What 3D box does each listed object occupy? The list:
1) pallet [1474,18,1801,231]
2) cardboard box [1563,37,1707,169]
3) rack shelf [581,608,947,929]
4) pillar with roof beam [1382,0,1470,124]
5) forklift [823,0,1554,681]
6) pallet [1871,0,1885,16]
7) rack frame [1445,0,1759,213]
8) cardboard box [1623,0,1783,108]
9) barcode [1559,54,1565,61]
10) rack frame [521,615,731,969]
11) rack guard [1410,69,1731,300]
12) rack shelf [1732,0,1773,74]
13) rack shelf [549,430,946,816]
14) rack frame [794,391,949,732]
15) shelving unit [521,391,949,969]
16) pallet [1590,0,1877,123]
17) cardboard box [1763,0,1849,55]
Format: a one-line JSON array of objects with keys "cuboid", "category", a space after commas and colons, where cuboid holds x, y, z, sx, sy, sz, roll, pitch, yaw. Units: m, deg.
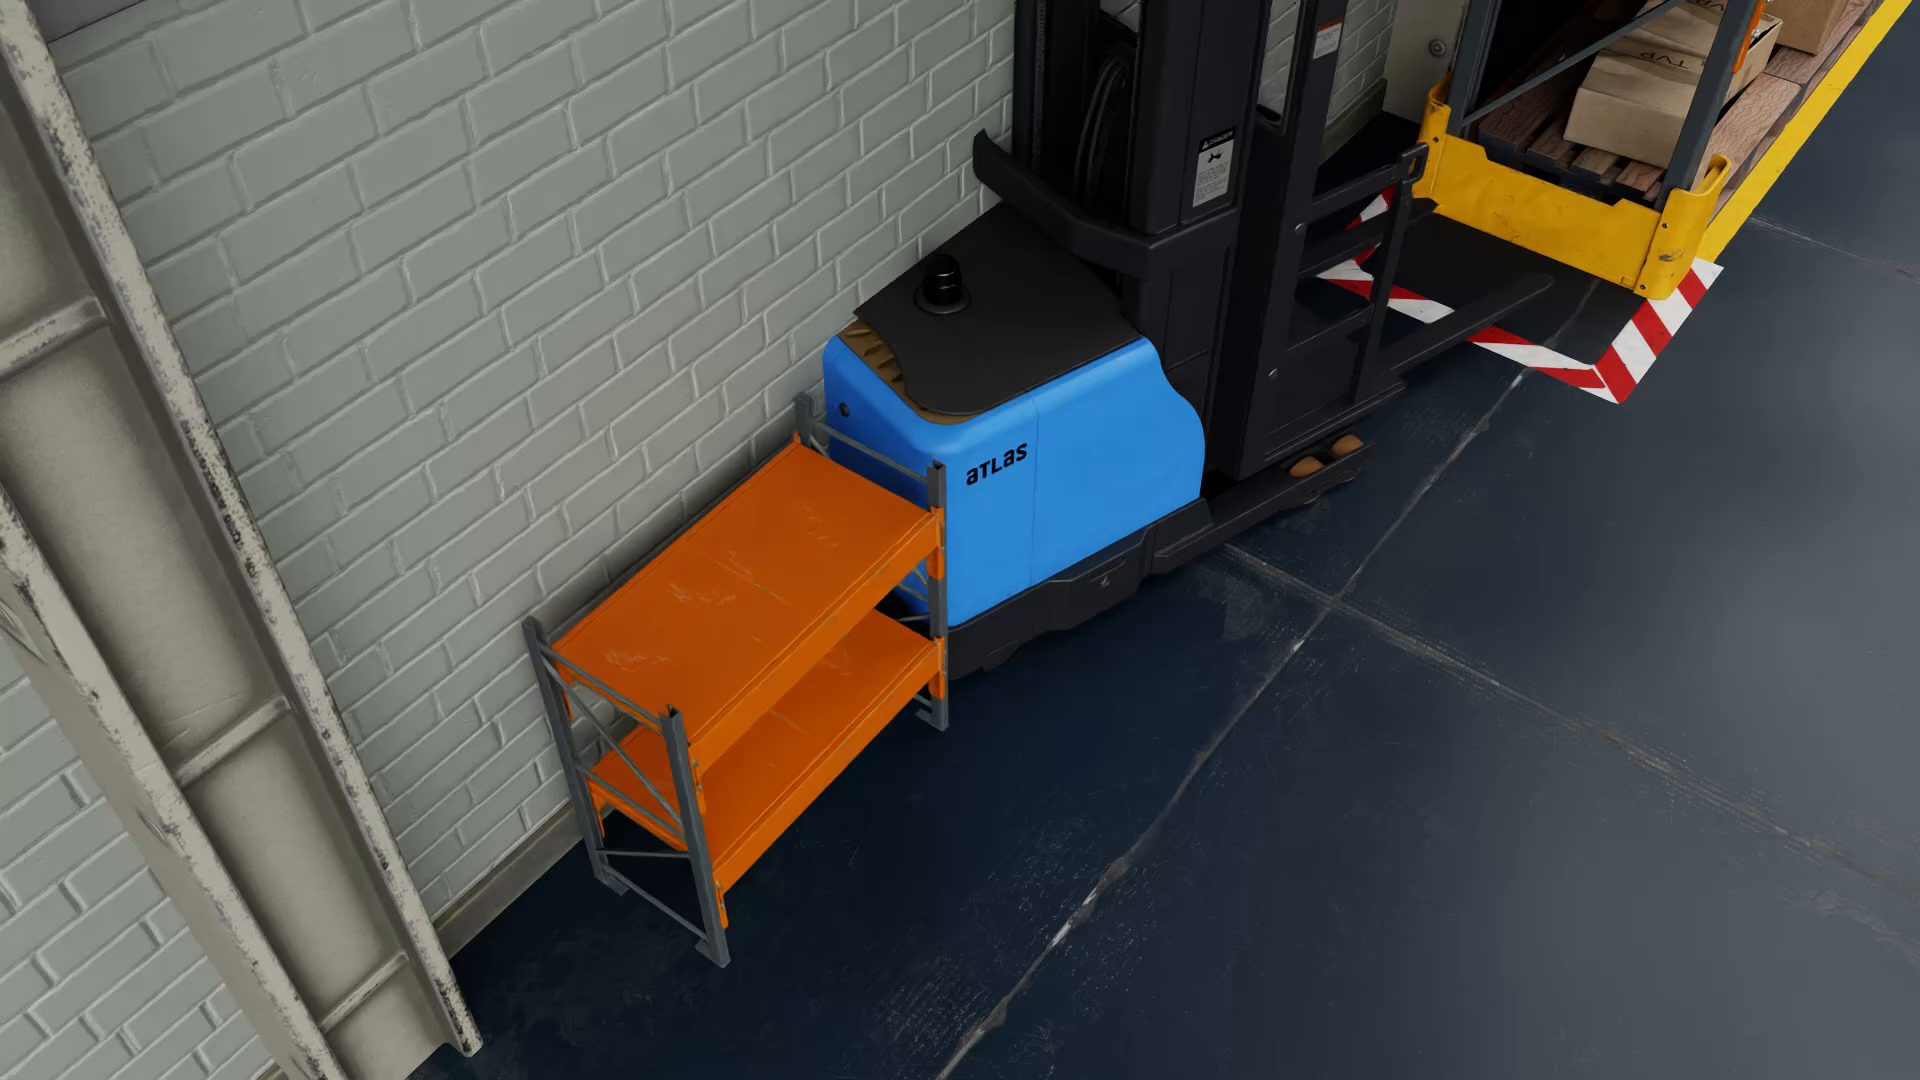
[{"cuboid": [2.980, -1.822, 7.344, 1.003, 0.211, 1.213, 29, 53, 25], "category": "pallet"}, {"cuboid": [2.903, -1.871, 7.018, 0.500, 0.311, 0.500, 24, 51, 21], "category": "cardboard box"}, {"cuboid": [-0.547, 0.558, 4.777, 0.538, 0.278, 1.000, 28, 52, 24], "category": "rack shelf"}, {"cuboid": [5.559, -3.244, 2.626, 9.100, 9.000, 0.400, 29, 53, 25], "category": "pillar with roof beam"}, {"cuboid": [0.861, -1.428, 5.087, 3.031, 2.935, 1.130, -27, 52, -23], "category": "forklift"}, {"cuboid": [4.471, -3.218, 8.678, 1.003, 0.211, 1.213, 29, 53, 25], "category": "pallet"}, {"cuboid": [2.409, -2.292, 5.865, 1.000, 3.000, 0.127, 29, 53, 25], "category": "rack frame"}, {"cuboid": [3.251, -2.198, 7.330, 0.500, 0.311, 0.500, 34, 55, 28], "category": "cardboard box"}, {"cuboid": [2.597, -2.062, 7.194, 0.001, 0.075, 0.075, 29, 53, 25], "category": "barcode"}, {"cuboid": [-0.849, 0.685, 4.317, 0.500, 1.125, 0.032, 28, 52, 24], "category": "rack frame"}, {"cuboid": [2.455, -1.472, 6.811, 1.175, 0.500, 0.348, 29, 53, 25], "category": "rack guard"}, {"cuboid": [3.631, -3.188, 7.218, 1.077, 0.370, 4.000, 29, 53, 25], "category": "rack shelf"}, {"cuboid": [-0.547, 0.187, 4.388, 0.538, 0.278, 1.000, 28, 52, 24], "category": "rack shelf"}, {"cuboid": [-0.246, 0.094, 4.883, 0.500, 1.125, 0.032, 28, 52, 24], "category": "rack frame"}, {"cuboid": [-0.547, 0.390, 4.600, 0.538, 1.125, 1.048, 28, 52, 24], "category": "shelving unit"}, {"cuboid": [3.726, -2.517, 8.008, 1.003, 0.211, 1.213, 29, 53, 25], "category": "pallet"}, {"cuboid": [3.739, -2.661, 7.642, 0.700, 0.500, 0.500, 26, 52, 23], "category": "cardboard box"}]
